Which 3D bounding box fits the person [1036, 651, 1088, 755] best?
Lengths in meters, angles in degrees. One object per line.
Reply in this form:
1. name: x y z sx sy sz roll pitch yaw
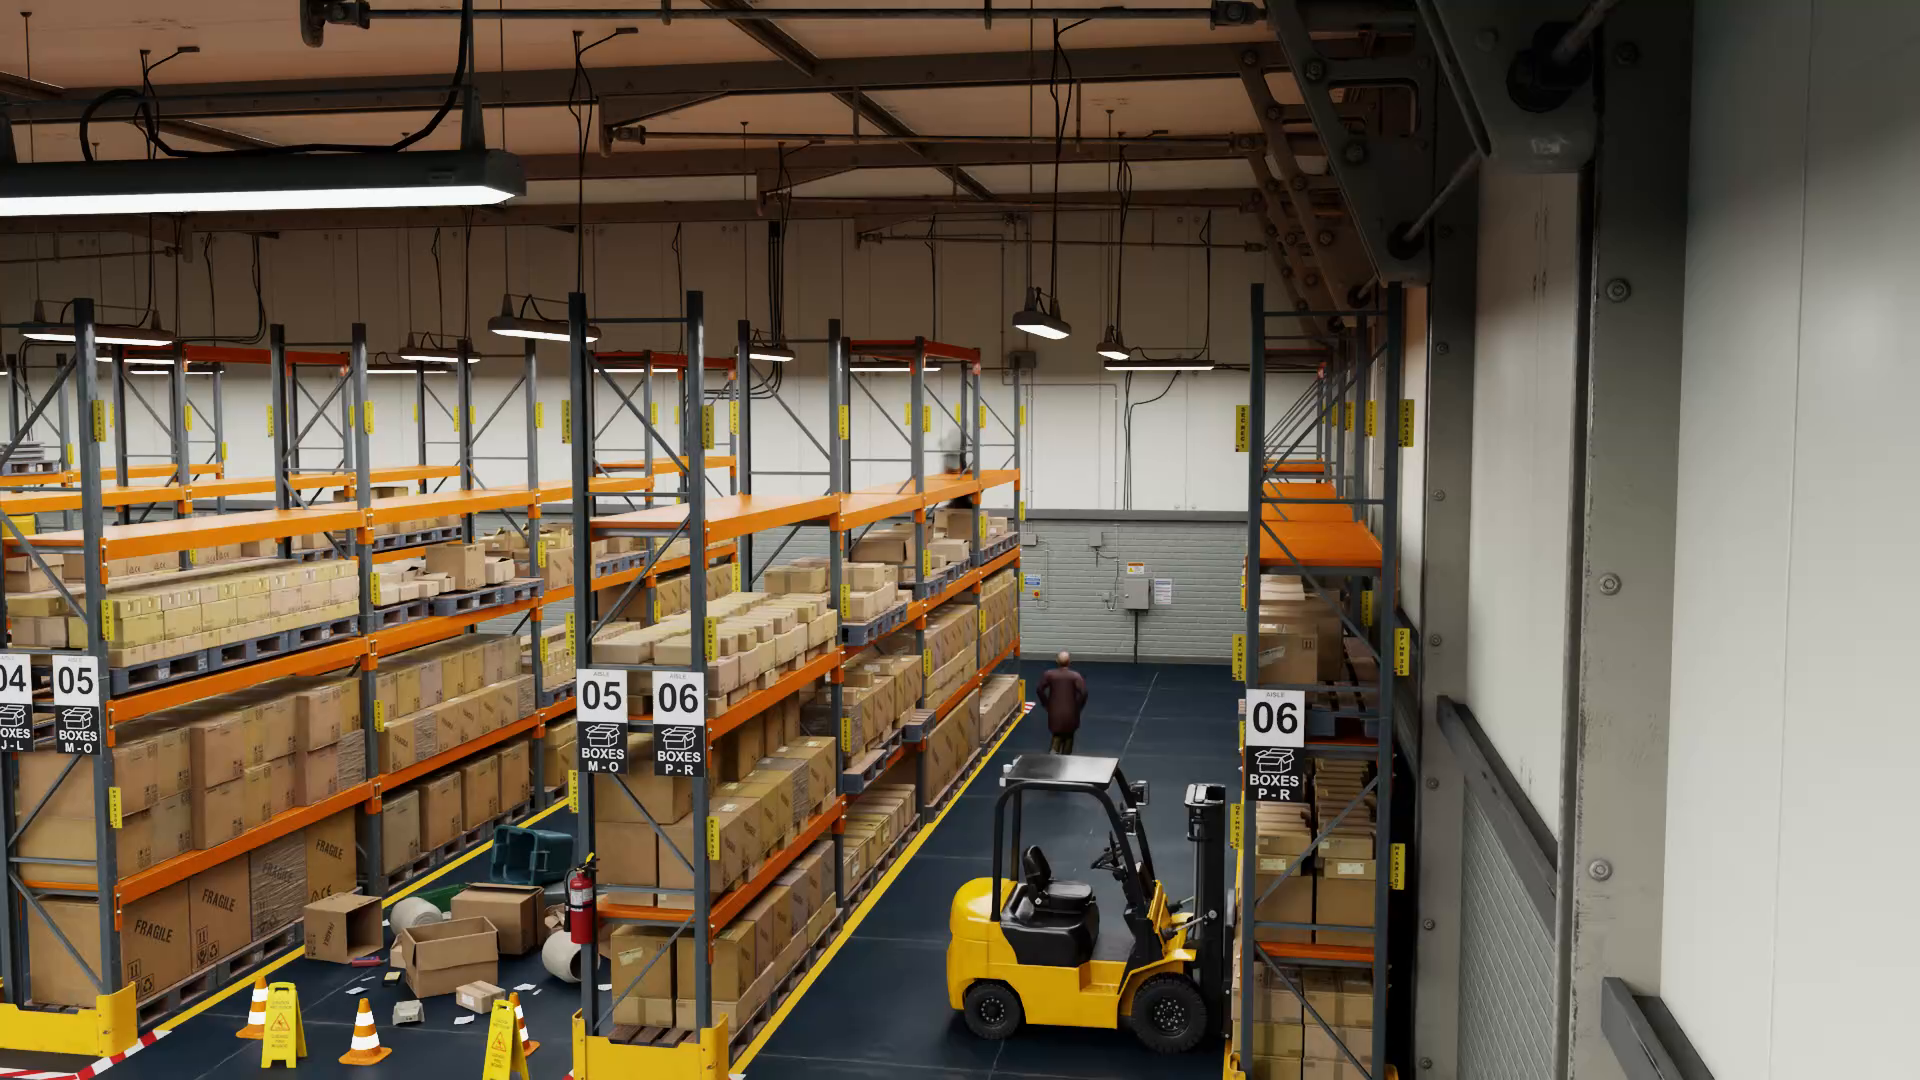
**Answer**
1. person: 1.426 2.436 23.256 0.736 1.744 0.736 1 5 11
